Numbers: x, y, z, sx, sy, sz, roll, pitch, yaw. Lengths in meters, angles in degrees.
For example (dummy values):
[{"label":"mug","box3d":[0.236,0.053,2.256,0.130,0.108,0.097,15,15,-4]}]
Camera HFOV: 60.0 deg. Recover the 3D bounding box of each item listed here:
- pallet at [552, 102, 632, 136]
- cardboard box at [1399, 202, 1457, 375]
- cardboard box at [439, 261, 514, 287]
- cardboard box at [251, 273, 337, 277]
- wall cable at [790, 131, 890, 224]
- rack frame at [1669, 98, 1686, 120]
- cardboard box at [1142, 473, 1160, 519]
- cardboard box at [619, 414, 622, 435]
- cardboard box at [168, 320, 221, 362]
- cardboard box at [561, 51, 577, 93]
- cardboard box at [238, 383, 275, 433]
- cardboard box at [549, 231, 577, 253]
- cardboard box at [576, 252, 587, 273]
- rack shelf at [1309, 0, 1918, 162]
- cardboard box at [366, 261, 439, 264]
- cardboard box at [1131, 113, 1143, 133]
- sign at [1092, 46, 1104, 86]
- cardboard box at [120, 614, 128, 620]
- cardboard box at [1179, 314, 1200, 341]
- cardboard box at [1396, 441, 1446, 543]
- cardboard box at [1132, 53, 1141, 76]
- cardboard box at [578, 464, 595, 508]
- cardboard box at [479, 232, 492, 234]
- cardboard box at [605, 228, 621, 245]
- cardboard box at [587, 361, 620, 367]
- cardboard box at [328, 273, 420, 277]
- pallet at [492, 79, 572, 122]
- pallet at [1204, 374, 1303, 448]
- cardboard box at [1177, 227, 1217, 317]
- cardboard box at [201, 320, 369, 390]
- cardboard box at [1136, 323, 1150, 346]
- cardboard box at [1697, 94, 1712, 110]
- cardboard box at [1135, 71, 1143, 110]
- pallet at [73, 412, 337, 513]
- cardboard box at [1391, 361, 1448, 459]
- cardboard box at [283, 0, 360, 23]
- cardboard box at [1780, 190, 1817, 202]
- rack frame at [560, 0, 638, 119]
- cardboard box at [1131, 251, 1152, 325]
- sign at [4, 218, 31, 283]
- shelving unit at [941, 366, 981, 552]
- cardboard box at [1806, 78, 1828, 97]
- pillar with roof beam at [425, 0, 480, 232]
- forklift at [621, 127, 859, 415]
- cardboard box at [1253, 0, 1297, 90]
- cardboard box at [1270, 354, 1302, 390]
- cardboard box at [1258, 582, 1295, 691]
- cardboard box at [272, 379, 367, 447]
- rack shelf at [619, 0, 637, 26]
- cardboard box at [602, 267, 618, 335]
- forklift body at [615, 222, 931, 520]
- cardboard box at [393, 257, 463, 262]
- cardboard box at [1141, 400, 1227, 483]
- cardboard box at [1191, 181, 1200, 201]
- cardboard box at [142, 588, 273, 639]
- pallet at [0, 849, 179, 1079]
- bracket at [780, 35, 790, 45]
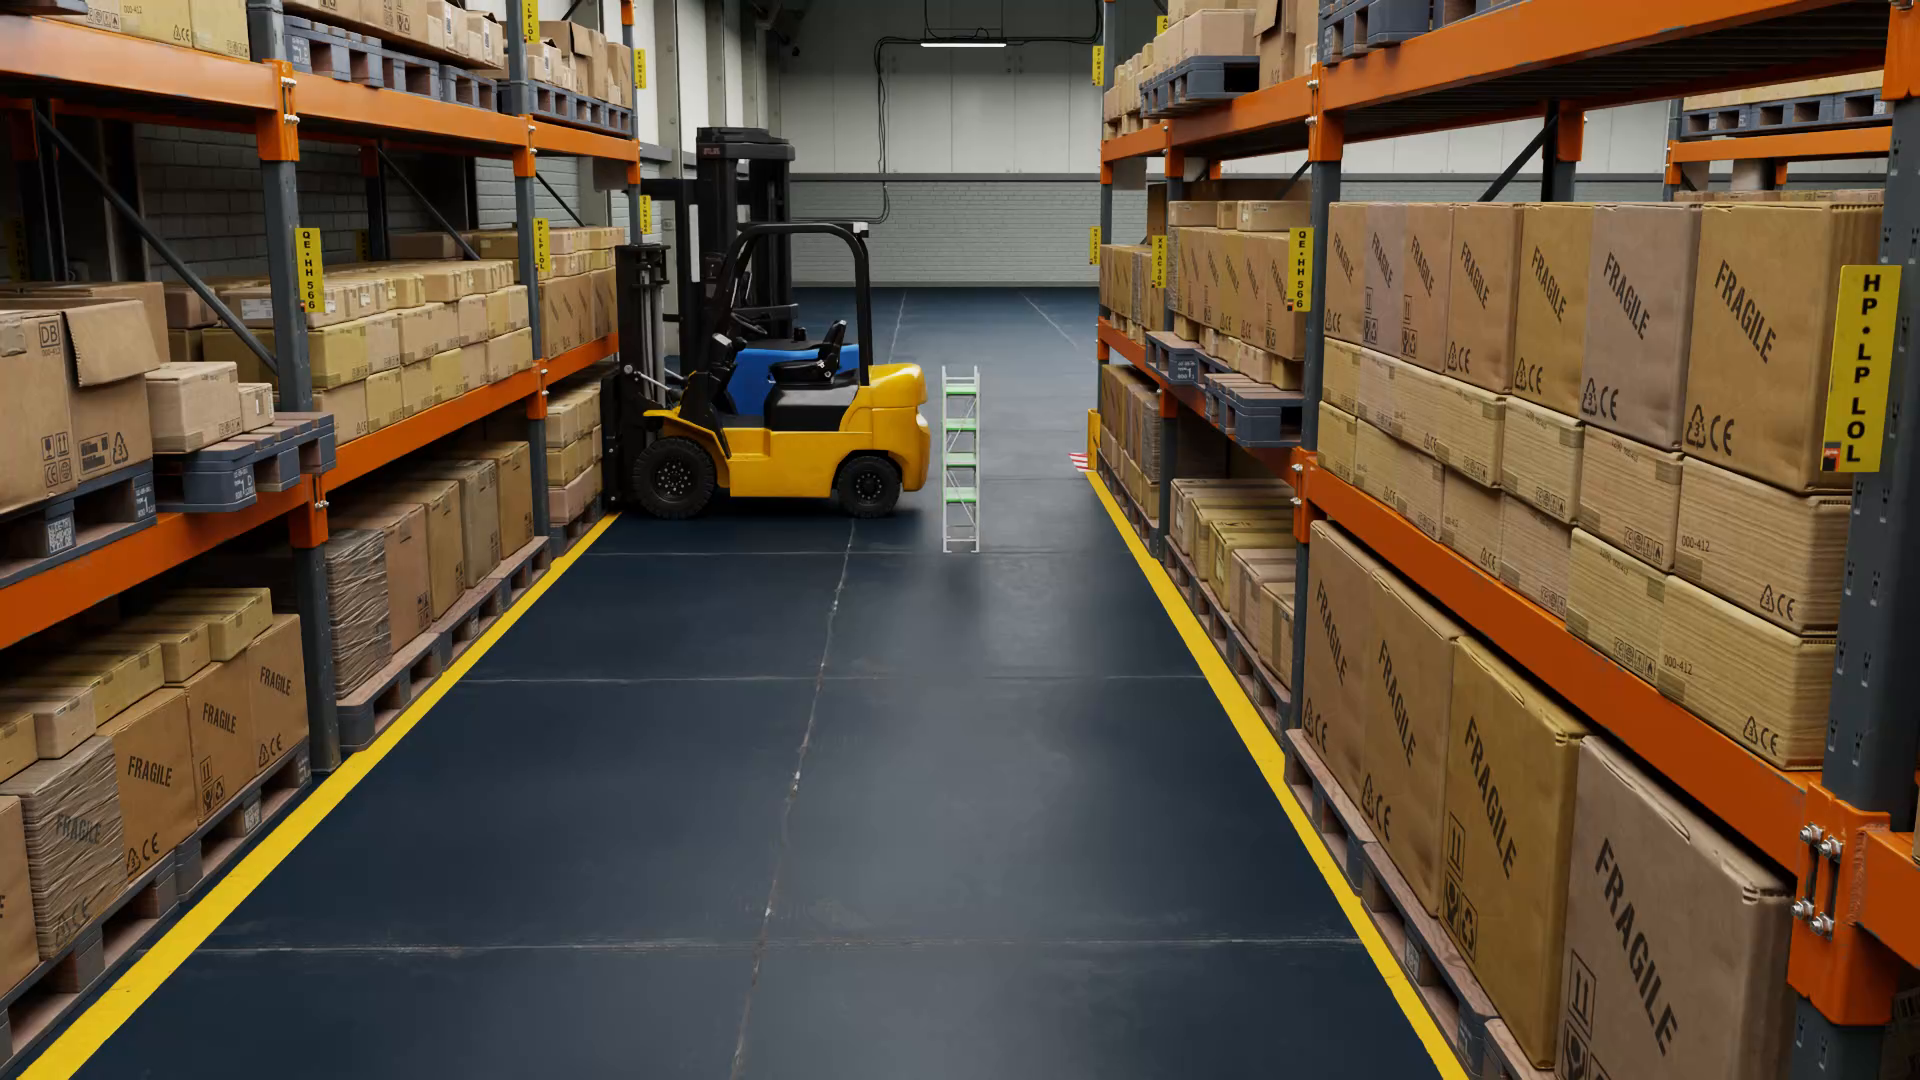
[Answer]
[{"label":"pallet","box3d":[-3.254,-3.394,13.423,1.003,0.211,1.213,0,11,-1]},{"label":"cardboard box","box3d":[1.666,-0.778,5.081,0.500,0.500,0.500,0,11,0]},{"label":"cardboard box","box3d":[-2.931,-1.613,10.082,0.380,0.149,0.250,0,11,1]},{"label":"cardboard box","box3d":[-3.338,-1.254,8.312,0.380,0.149,0.250,0,11,0]},{"label":"wall cable","box3d":[-3.489,-9.939,45.726,3.097,2.526,0.112,0,11,-1]},{"label":"rack frame","box3d":[6.666,-5.110,14.113,1.000,3.000,0.127,0,11,-1]},{"label":"cardboard box","box3d":[1.521,-0.309,11.397,0.500,0.250,0.500,0,11,1]},{"label":"cardboard box","box3d":[-2.889,-0.914,13.120,0.500,0.250,0.500,0,11,-2]},{"label":"cardboard box","box3d":[-3.365,-0.778,6.967,0.500,0.250,0.500,0,11,0]},{"label":"cardboard box","box3d":[-2.888,-3.268,11.611,0.396,0.266,0.258,-1,11,-2]},{"label":"cardboard box","box3d":[-2.681,-0.472,5.915,0.380,0.149,0.250,0,11,0]},{"label":"cardboard box","box3d":[-2.915,-2.096,11.713,0.380,0.149,0.250,0,11,-2]},{"label":"cardboard box","box3d":[-2.902,-1.999,11.985,0.380,0.149,0.250,-1,11,-3]},{"label":"rack shelf","box3d":[1.926,-1.259,4.485,1.077,0.370,4.000,0,11,-1]},{"label":"cardboard box","box3d":[-3.368,-1.609,10.064,0.380,0.149,0.250,0,11,-2]},{"label":"cardboard box","box3d":[1.478,-3.100,12.382,0.380,0.149,0.250,-1,11,-3]},{"label":"sign","box3d":[1.177,-4.025,14.114,0.100,0.325,0.005,0,11,-1]},{"label":"cardboard box","box3d":[-3.349,0.586,6.356,0.500,0.500,0.500,0,11,1]},{"label":"cardboard box","box3d":[1.494,-1.256,9.782,0.380,0.149,0.250,0,11,0]},{"label":"cardboard box","box3d":[1.677,-0.161,5.185,0.500,0.250,0.500,0,11,1]},{"label":"cardboard box","box3d":[1.450,-3.442,12.062,0.380,0.149,0.250,0,11,0]},{"label":"cardboard box","box3d":[-2.865,-0.370,11.696,0.500,0.250,0.500,0,11,-2]},{"label":"cardboard box","box3d":[-3.505,-2.092,11.694,0.380,0.149,0.250,0,11,-2]},{"label":"cardboard box","box3d":[-2.956,-2.450,13.459,0.380,0.149,0.250,0,11,0]},{"label":"cardboard box","box3d":[-2.922,-1.366,14.094,0.500,0.250,0.500,0,11,1]},{"label":"cardboard box","box3d":[-2.929,-1.257,8.329,0.380,0.149,0.250,0,11,-1]},{"label":"pallet","box3d":[-3.204,-2.909,11.033,1.003,0.211,1.213,0,11,-1]},{"label":"pallet","box3d":[1.763,-0.586,7.387,1.213,0.211,1.003,0,11,-1]},{"label":"cardboard box","box3d":[1.536,-1.541,9.554,0.500,0.500,0.500,0,11,-1]},{"label":"cardboard box","box3d":[-2.818,-0.779,6.973,0.500,0.250,0.500,0,11,-1]},{"label":"cardboard box","box3d":[1.466,-1.476,11.920,0.380,0.149,0.250,0,11,-2]},{"label":"cardboard box","box3d":[6.359,-3.651,13.793,0.380,0.149,0.250,0,11,-1]},{"label":"cardboard box","box3d":[1.516,-3.165,11.700,0.500,0.250,0.500,0,11,-2]},{"label":"pallet","box3d":[-2.994,-0.289,5.924,1.213,0.211,1.003,0,11,-1]},{"label":"cardboard box","box3d":[1.656,-0.407,5.140,0.500,0.250,0.500,0,11,-1]},{"label":"cardboard box","box3d":[-2.849,-2.437,6.922,0.500,0.500,0.500,0,11,-1]},{"label":"cardboard box","box3d":[6.756,-2.373,12.618,0.875,0.550,0.500,0,11,-1]},{"label":"rack frame","box3d":[-3.243,-5.048,13.810,1.000,3.000,0.127,0,11,-1]},{"label":"cardboard box","box3d":[1.511,-1.822,11.994,0.500,0.500,0.500,0,11,0]},{"label":"sign","box3d":[-3.633,-1.082,6.438,0.100,0.325,0.005,0,11,-1]},{"label":"shelving unit","box3d":[0.003,-0.555,11.278,0.258,1.200,0.503,0,11,-1]},{"label":"cardboard box","box3d":[6.394,-3.301,12.064,0.380,0.149,0.250,0,11,-2]},{"label":"pillar with roof beam","box3d":[0.174,-4.924,13.196,9.100,9.000,0.400,0,11,-1]},{"label":"forklift","box3d":[-2.330,-2.201,15.039,3.031,2.935,1.130,7,14,33]},{"label":"cardboard box","box3d":[1.825,-2.363,7.857,0.797,0.503,0.637,0,11,-1]},{"label":"cardboard box","box3d":[1.565,-0.739,7.233,0.380,0.149,0.250,0,11,0]},{"label":"cardboard box","box3d":[1.883,0.431,7.445,0.950,0.372,0.625,-1,12,-5]},{"label":"cardboard box","box3d":[-2.843,-0.534,7.022,0.500,0.250,0.500,0,11,-1]},{"label":"rack shelf","box3d":[-3.202,-4.102,11.961,1.077,0.370,4.000,0,11,-1]},{"label":"cardboard box","box3d":[-2.958,-1.855,12.909,0.500,0.500,0.500,0,11,-2]},{"label":"forklift body","box3d":[-1.380,-1.323,12.670,2.313,2.155,1.214,0,11,-1]},{"label":"cardboard box","box3d":[-3.424,-1.743,10.722,0.380,0.149,0.250,0,11,-1]},{"label":"cardboard box","box3d":[1.521,-0.676,11.322,0.500,0.500,0.500,0,11,-2]},{"label":"cardboard box","box3d":[2.038,-2.309,11.881,0.700,0.500,0.500,0,11,-2]},{"label":"cardboard box","box3d":[-2.814,0.281,6.231,0.380,0.149,0.250,-1,11,-4]},{"label":"pallet","box3d":[-3.078,1.239,4.920,1.003,0.211,1.213,0,11,-1]},{"label":"bracket","box3d":[-4.386,-12.553,41.747,0.235,0.232,0.430,0,11,-1]}]
